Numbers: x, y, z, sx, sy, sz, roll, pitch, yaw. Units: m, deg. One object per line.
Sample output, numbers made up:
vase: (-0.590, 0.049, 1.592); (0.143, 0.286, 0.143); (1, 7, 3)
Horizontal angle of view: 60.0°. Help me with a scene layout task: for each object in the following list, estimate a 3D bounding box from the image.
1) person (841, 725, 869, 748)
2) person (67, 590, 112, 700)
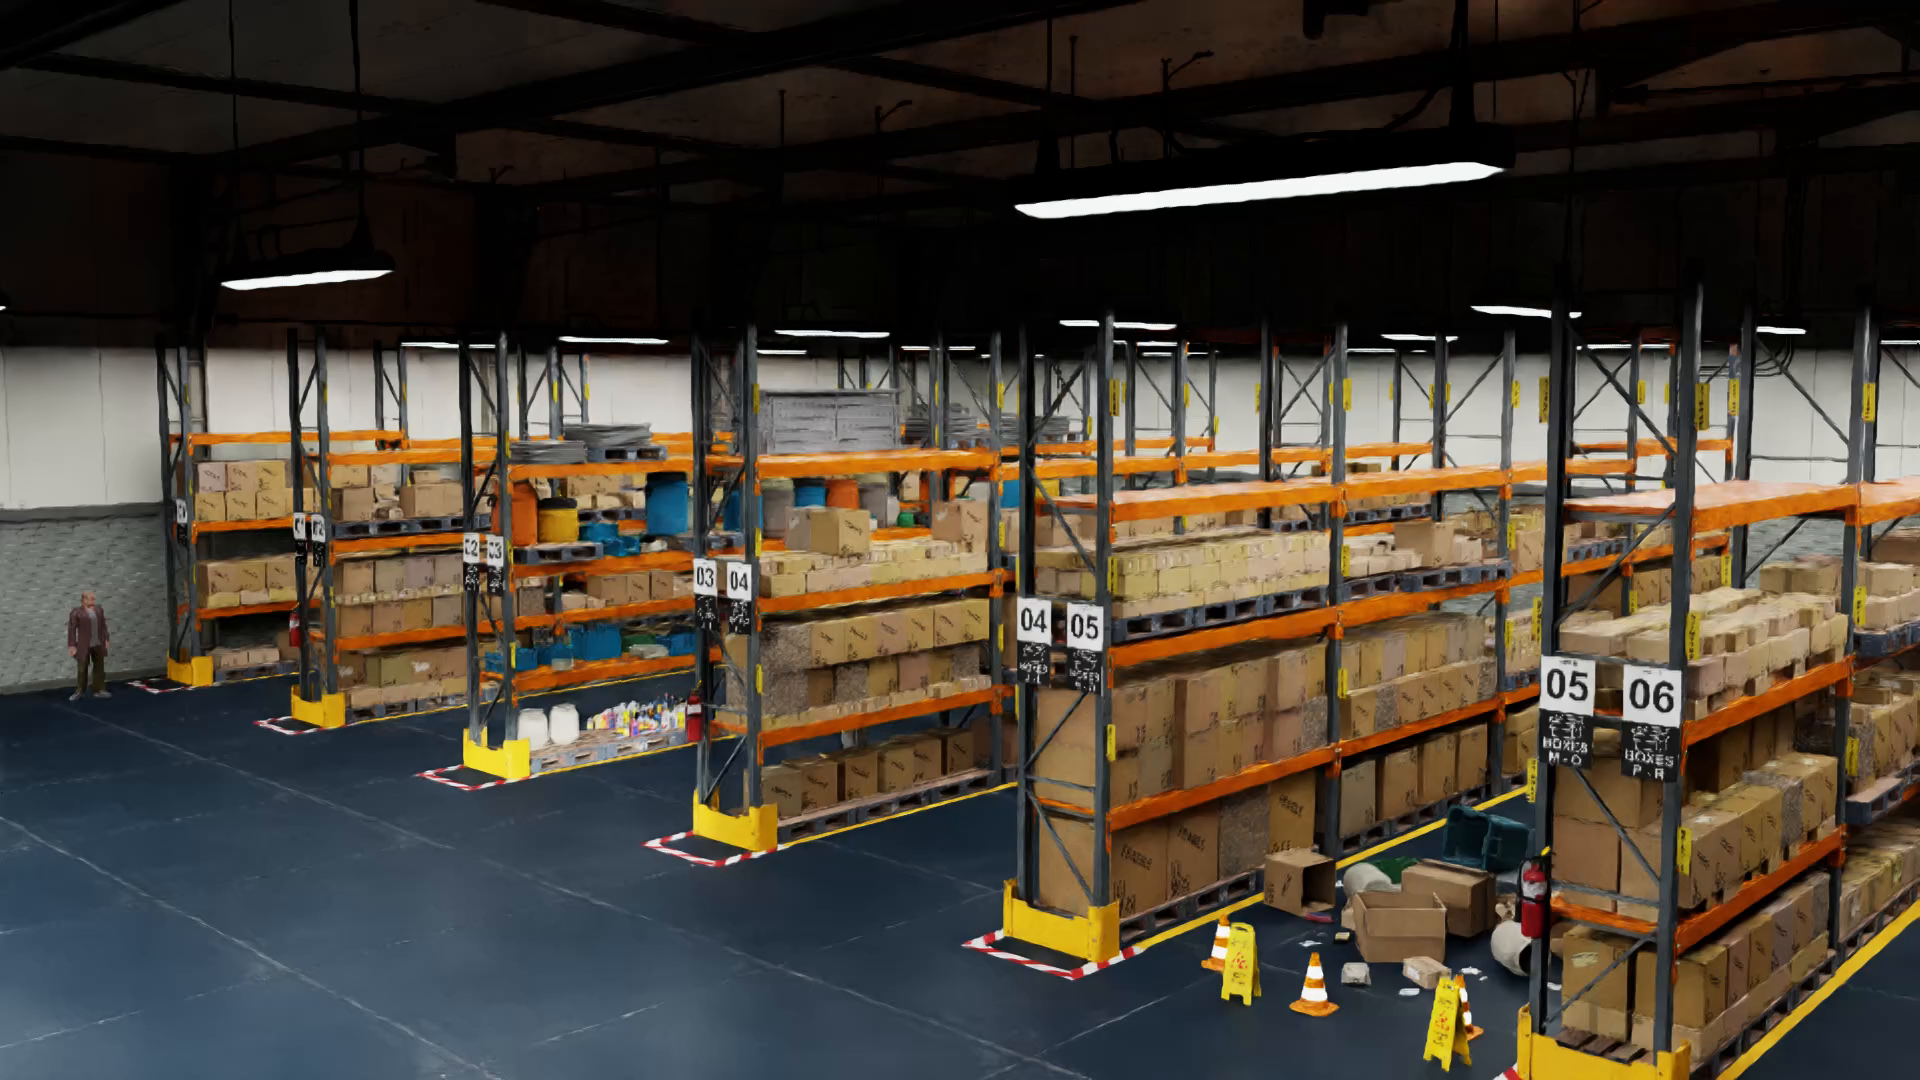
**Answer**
person: (-1.410, 2.207, 22.076); (0.657, 1.744, 0.600); (-3, 6, -28)
person: (-14.273, 1.707, 27.245); (0.445, 1.778, 0.690); (4, 7, 38)
